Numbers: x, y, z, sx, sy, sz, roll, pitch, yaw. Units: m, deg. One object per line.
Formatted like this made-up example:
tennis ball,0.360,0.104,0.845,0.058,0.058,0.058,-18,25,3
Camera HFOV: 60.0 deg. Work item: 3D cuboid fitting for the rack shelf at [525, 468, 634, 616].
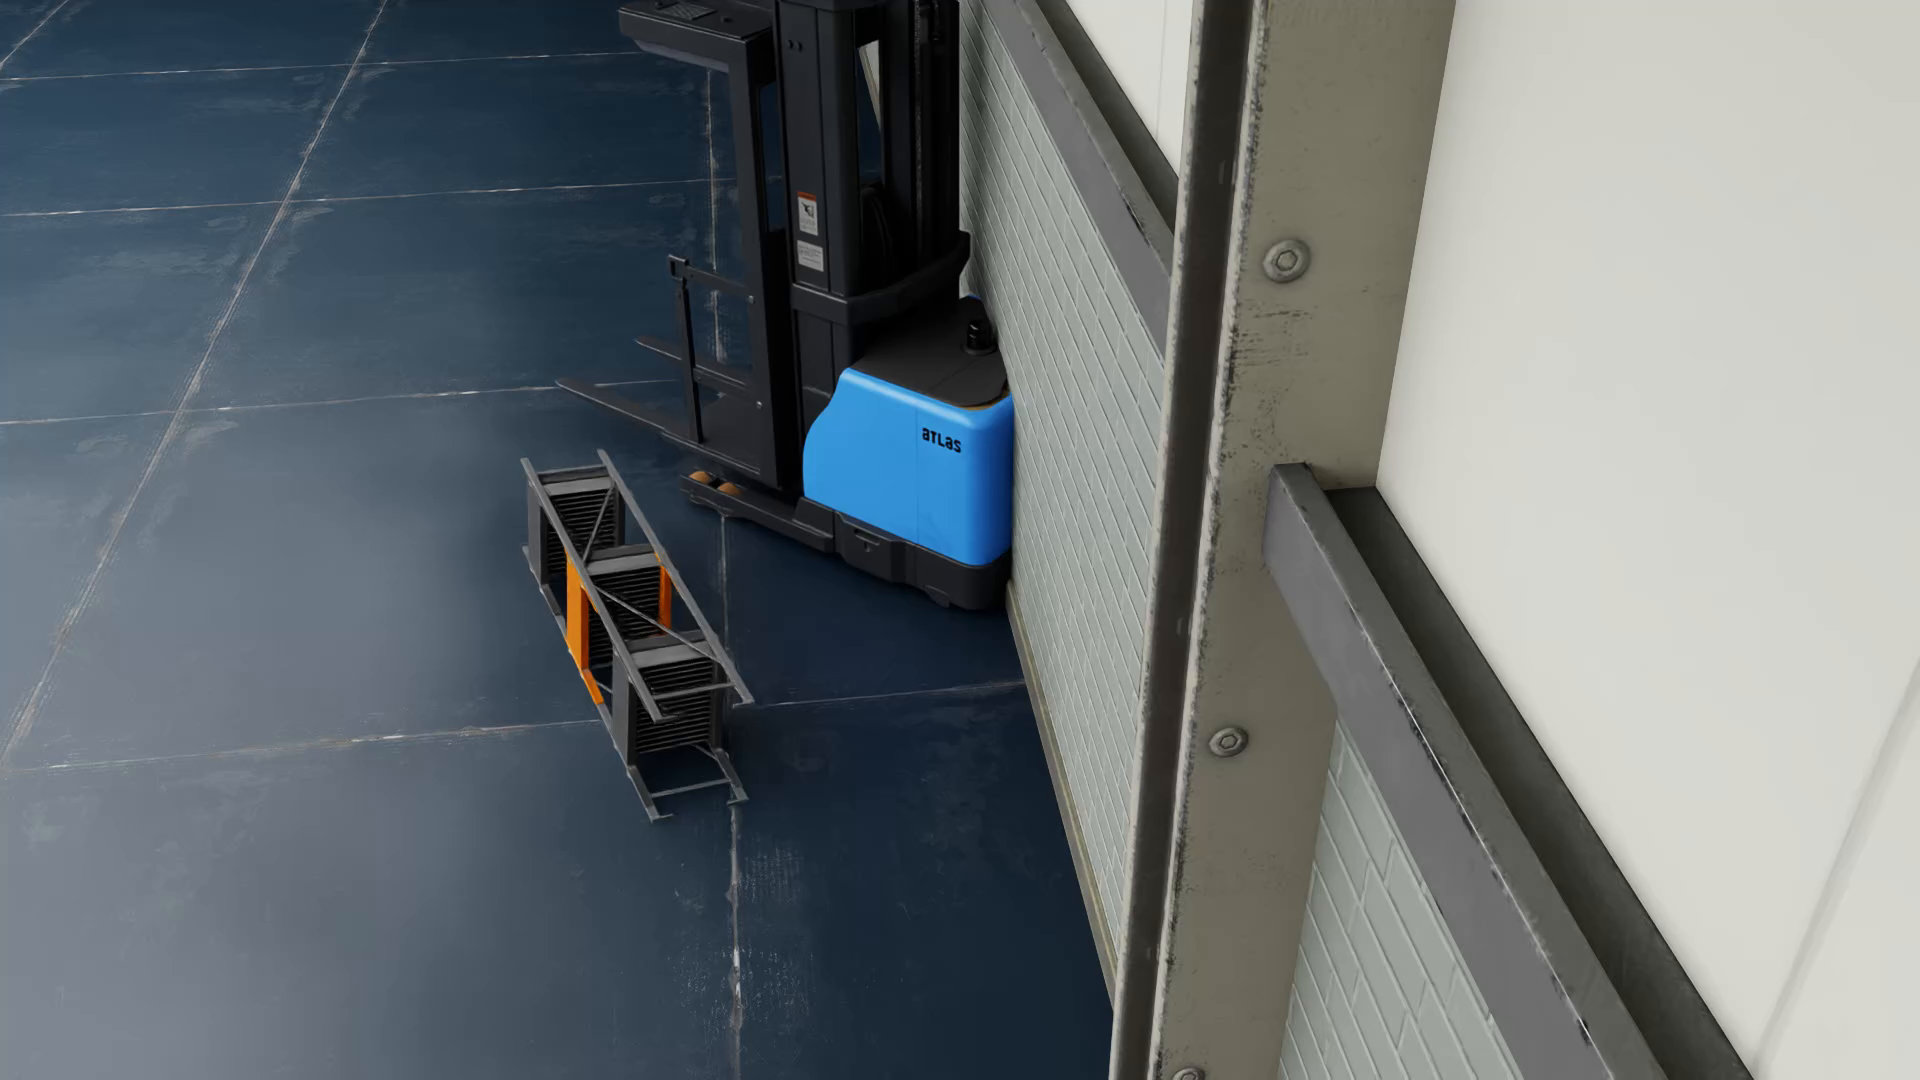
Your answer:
rack shelf,-1.759,-0.013,7.764,0.431,0.480,0.518,-9,35,-26

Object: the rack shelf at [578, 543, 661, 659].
rack shelf,-1.512,0.272,7.345,0.368,0.457,0.174,-9,35,-26

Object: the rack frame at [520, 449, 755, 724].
rack frame,-1.430,0.127,7.129,0.400,0.015,2.100,-9,35,-26

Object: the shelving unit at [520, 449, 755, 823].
shelving unit,-1.458,0.335,7.254,0.431,0.503,2.100,-9,35,-26

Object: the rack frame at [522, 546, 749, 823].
rack frame,-1.487,0.543,7.379,0.400,0.015,2.100,-9,35,-26

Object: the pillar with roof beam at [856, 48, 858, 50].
pillar with roof beam,-5.301,-7.776,11.670,9.100,9.000,0.400,-4,35,-6

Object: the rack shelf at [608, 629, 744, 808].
rack shelf,-1.146,0.697,6.724,0.431,0.480,0.518,-9,35,-26

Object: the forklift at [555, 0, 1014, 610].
forklift,-0.812,-1.547,7.917,3.031,2.935,1.130,22,40,29
